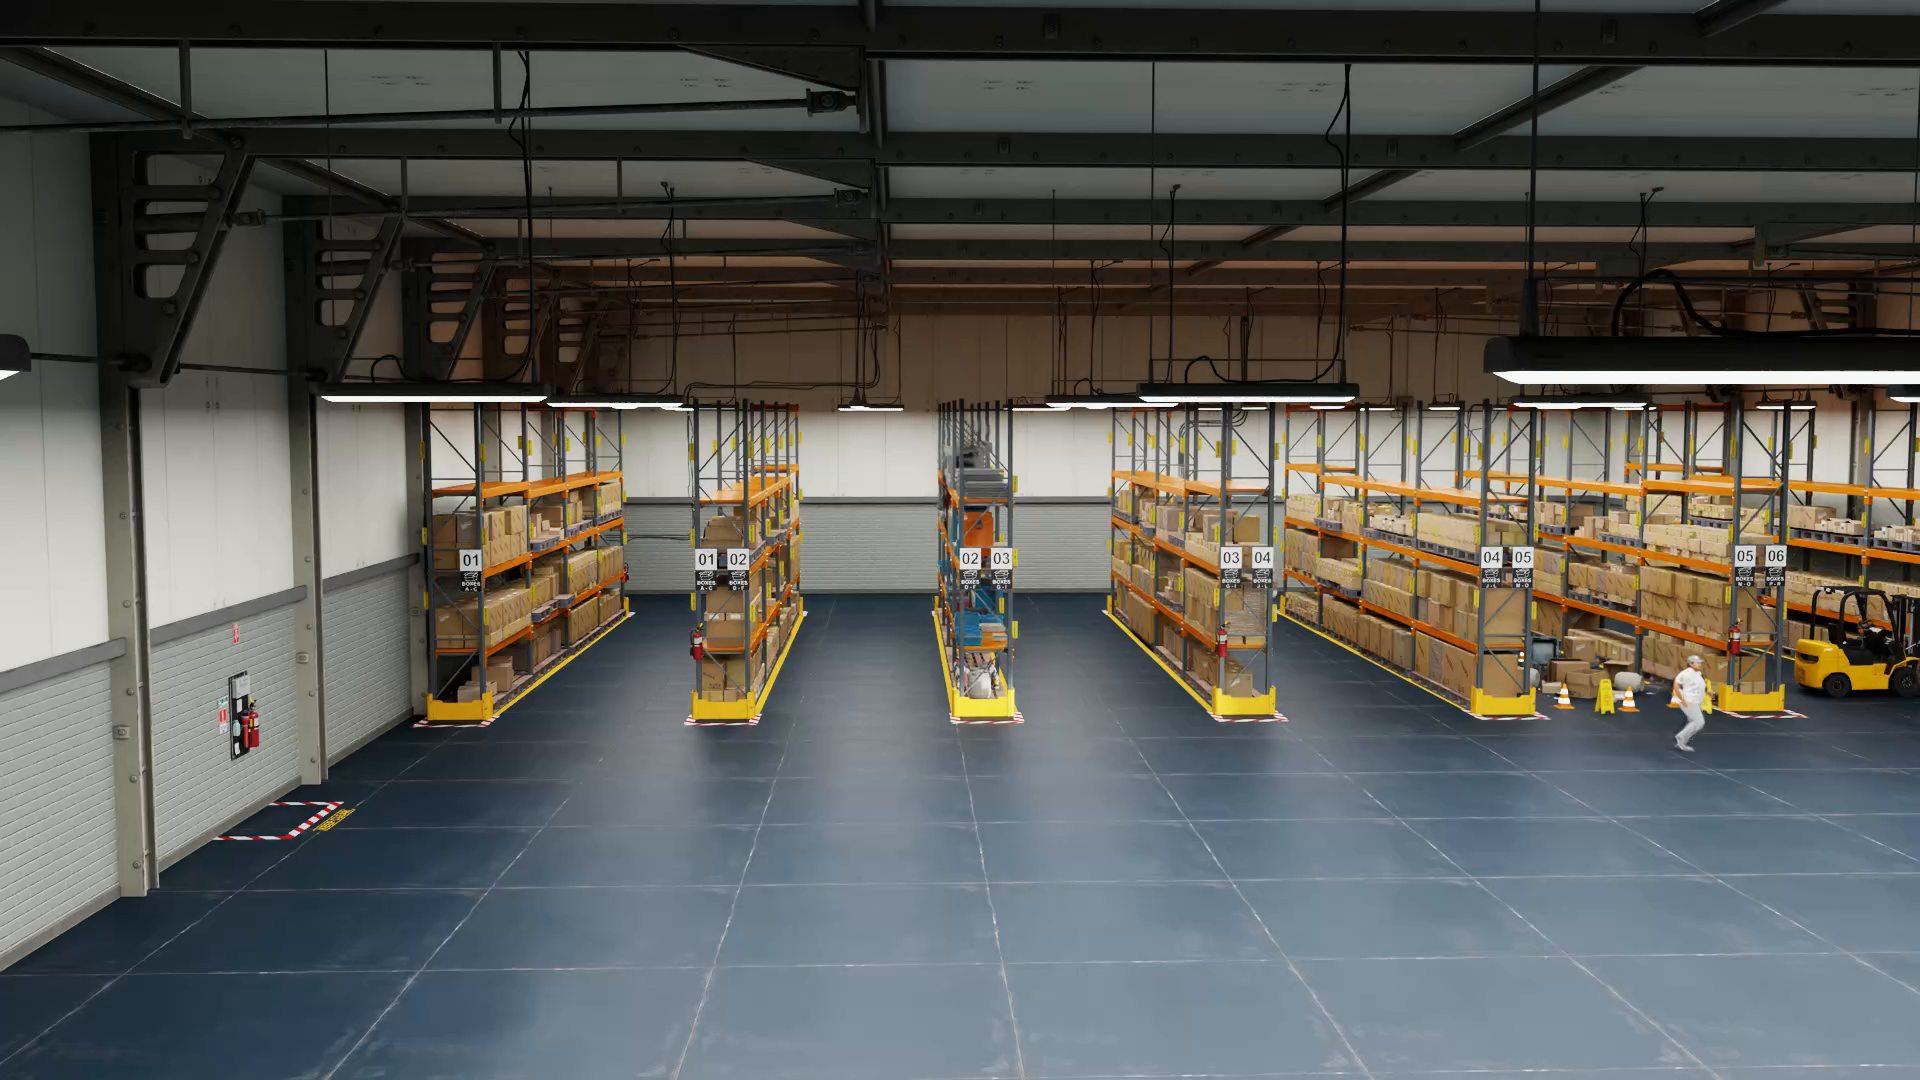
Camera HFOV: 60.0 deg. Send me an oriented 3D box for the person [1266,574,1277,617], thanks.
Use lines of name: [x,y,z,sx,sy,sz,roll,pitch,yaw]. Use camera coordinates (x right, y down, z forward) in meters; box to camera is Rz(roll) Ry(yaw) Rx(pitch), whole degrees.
person: [8.158,1.478,44.565,0.712,1.740,0.586,0,4,2]

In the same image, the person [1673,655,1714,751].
person: [12.436,2.766,28.165,0.564,1.632,0.612,4,6,43]

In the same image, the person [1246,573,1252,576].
person: [8.137,1.280,48.012,0.697,1.612,0.765,3,5,33]
